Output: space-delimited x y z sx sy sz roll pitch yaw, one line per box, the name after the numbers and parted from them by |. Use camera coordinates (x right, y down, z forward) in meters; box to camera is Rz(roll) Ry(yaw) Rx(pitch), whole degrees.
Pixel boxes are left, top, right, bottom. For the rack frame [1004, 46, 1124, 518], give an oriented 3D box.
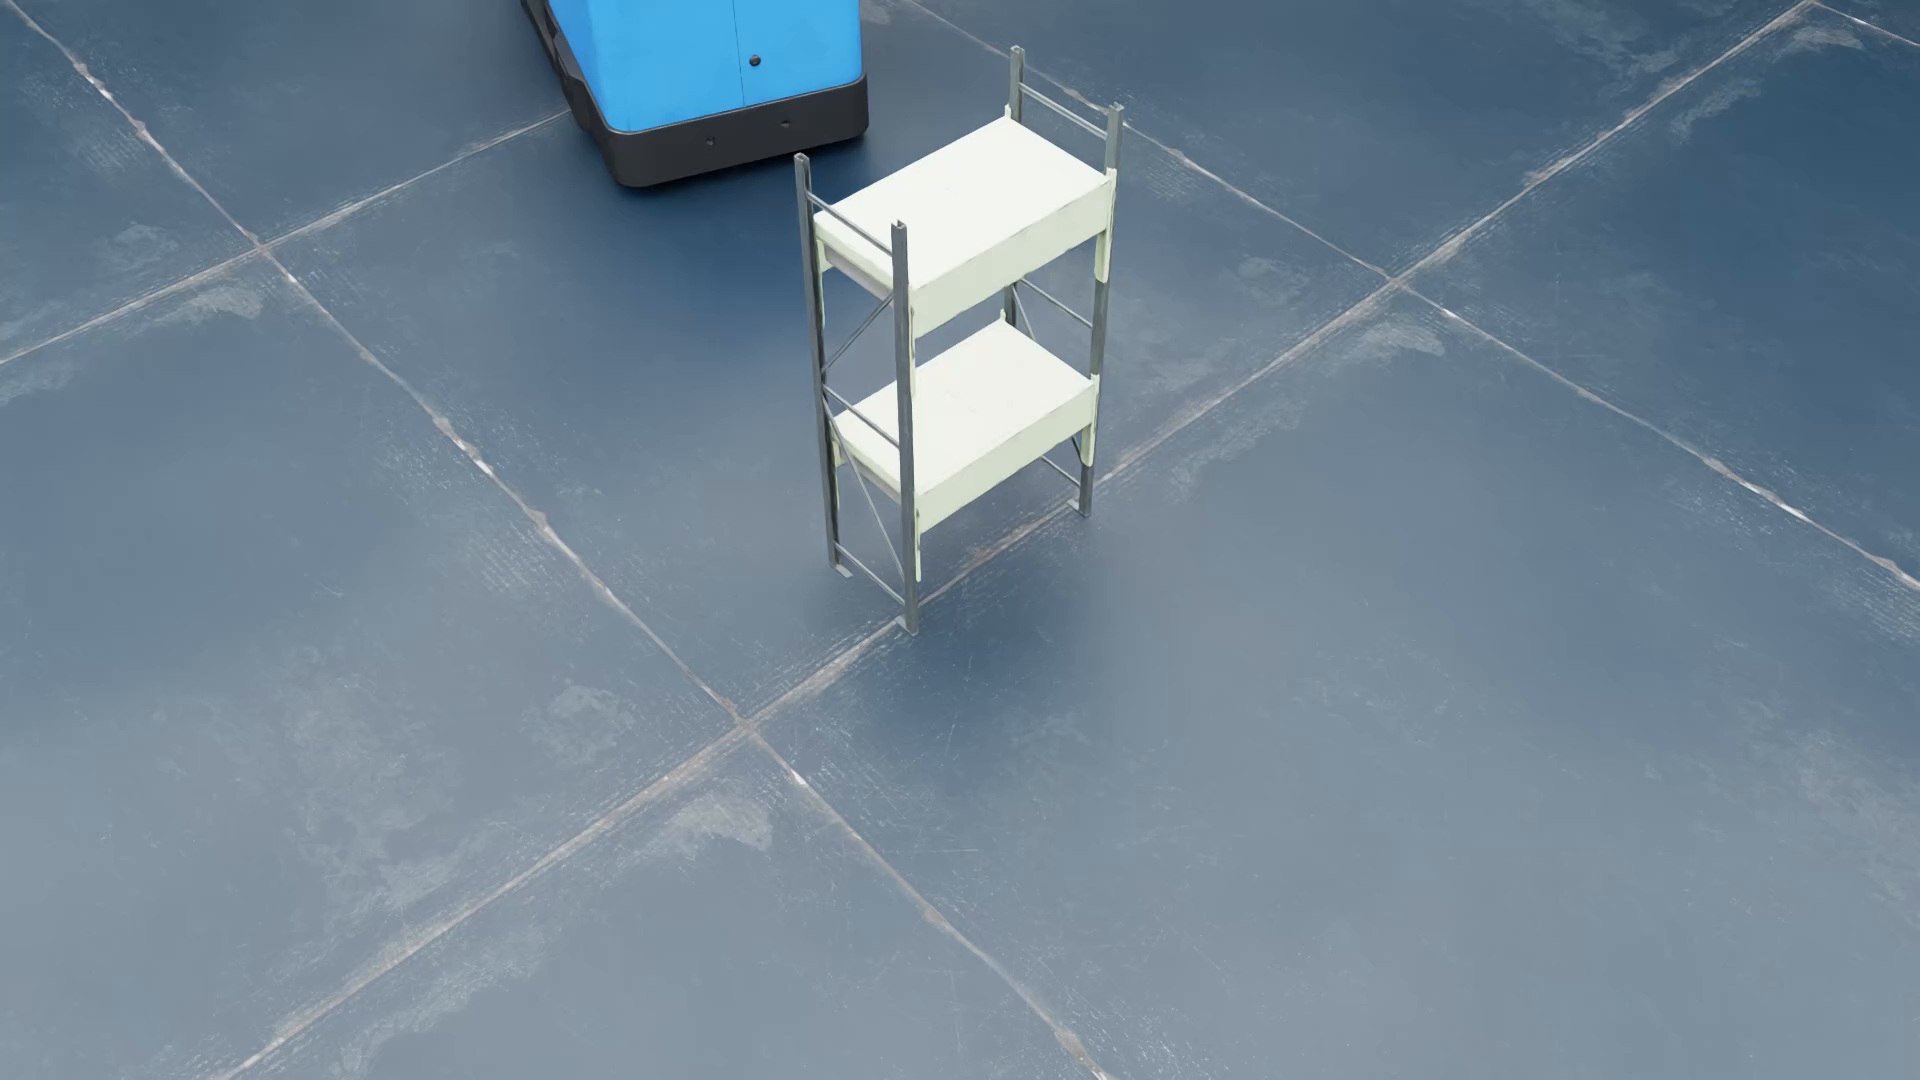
0.276 -0.693 4.869 0.023 1.500 0.400 -34 56 -27 | rack frame

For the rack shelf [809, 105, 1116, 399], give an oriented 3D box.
0.005 -0.777 4.415 0.720 0.370 0.431 -34 56 -27 | rack shelf

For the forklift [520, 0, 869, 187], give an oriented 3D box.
-1.403 -3.455 6.443 1.130 2.935 3.031 -17 50 -15 | forklift

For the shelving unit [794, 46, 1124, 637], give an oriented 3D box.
0.005 -0.512 4.702 0.755 1.500 0.431 -34 56 -27 | shelving unit

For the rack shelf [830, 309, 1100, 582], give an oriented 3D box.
0.005 -0.291 4.941 0.720 0.370 0.431 -34 56 -27 | rack shelf

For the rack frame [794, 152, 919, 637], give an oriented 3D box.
-0.266 -0.331 4.535 0.023 1.500 0.400 -34 56 -27 | rack frame
